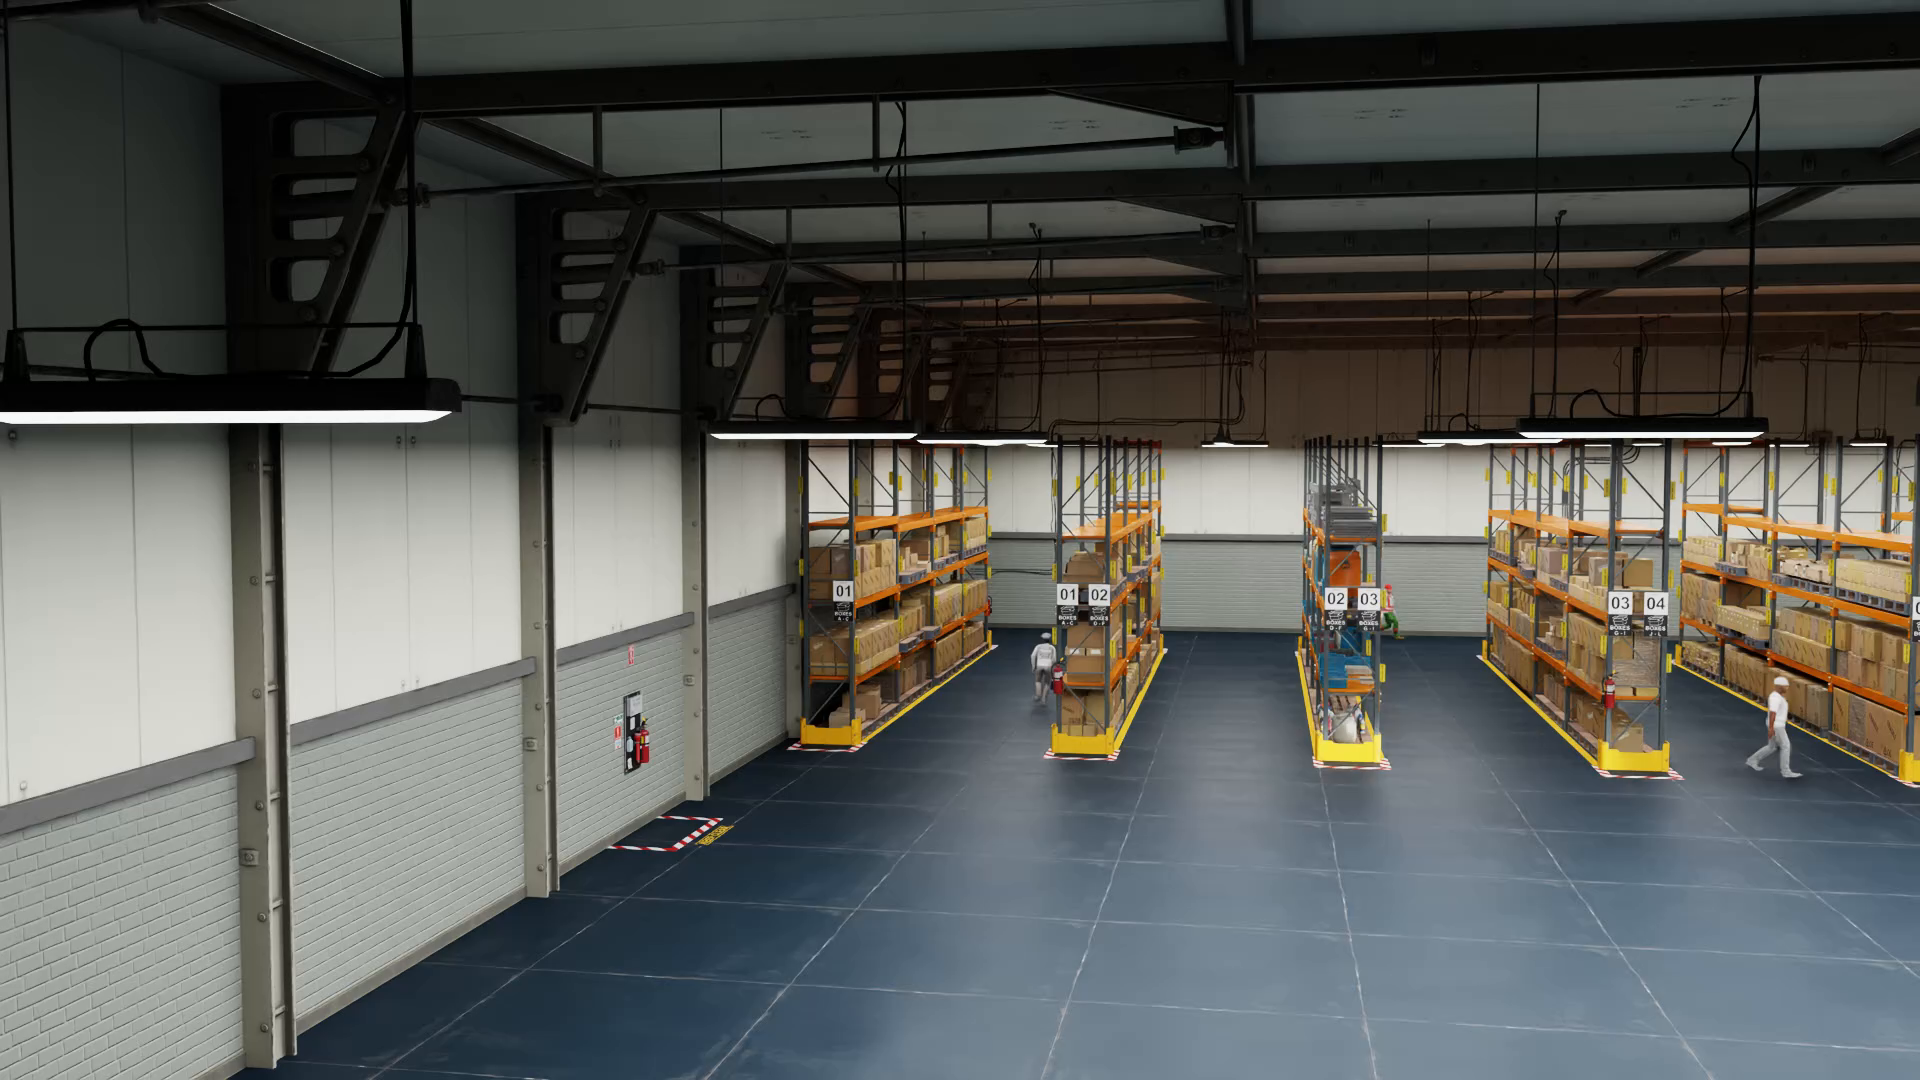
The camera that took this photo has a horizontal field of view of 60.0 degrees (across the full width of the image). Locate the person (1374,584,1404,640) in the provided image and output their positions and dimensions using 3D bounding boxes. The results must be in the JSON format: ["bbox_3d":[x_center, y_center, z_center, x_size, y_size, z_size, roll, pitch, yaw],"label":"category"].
[{"bbox_3d":[12.980,2.165,50.353,1.037,1.675,0.548,2,4,38],"label":"person"}]

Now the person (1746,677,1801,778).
[{"bbox_3d":[14.330,3.276,29.265,0.862,1.743,0.575,1,3,24],"label":"person"}]

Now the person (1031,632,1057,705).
[{"bbox_3d":[1.914,2.900,37.647,0.579,1.587,0.719,1,3,11],"label":"person"}]
